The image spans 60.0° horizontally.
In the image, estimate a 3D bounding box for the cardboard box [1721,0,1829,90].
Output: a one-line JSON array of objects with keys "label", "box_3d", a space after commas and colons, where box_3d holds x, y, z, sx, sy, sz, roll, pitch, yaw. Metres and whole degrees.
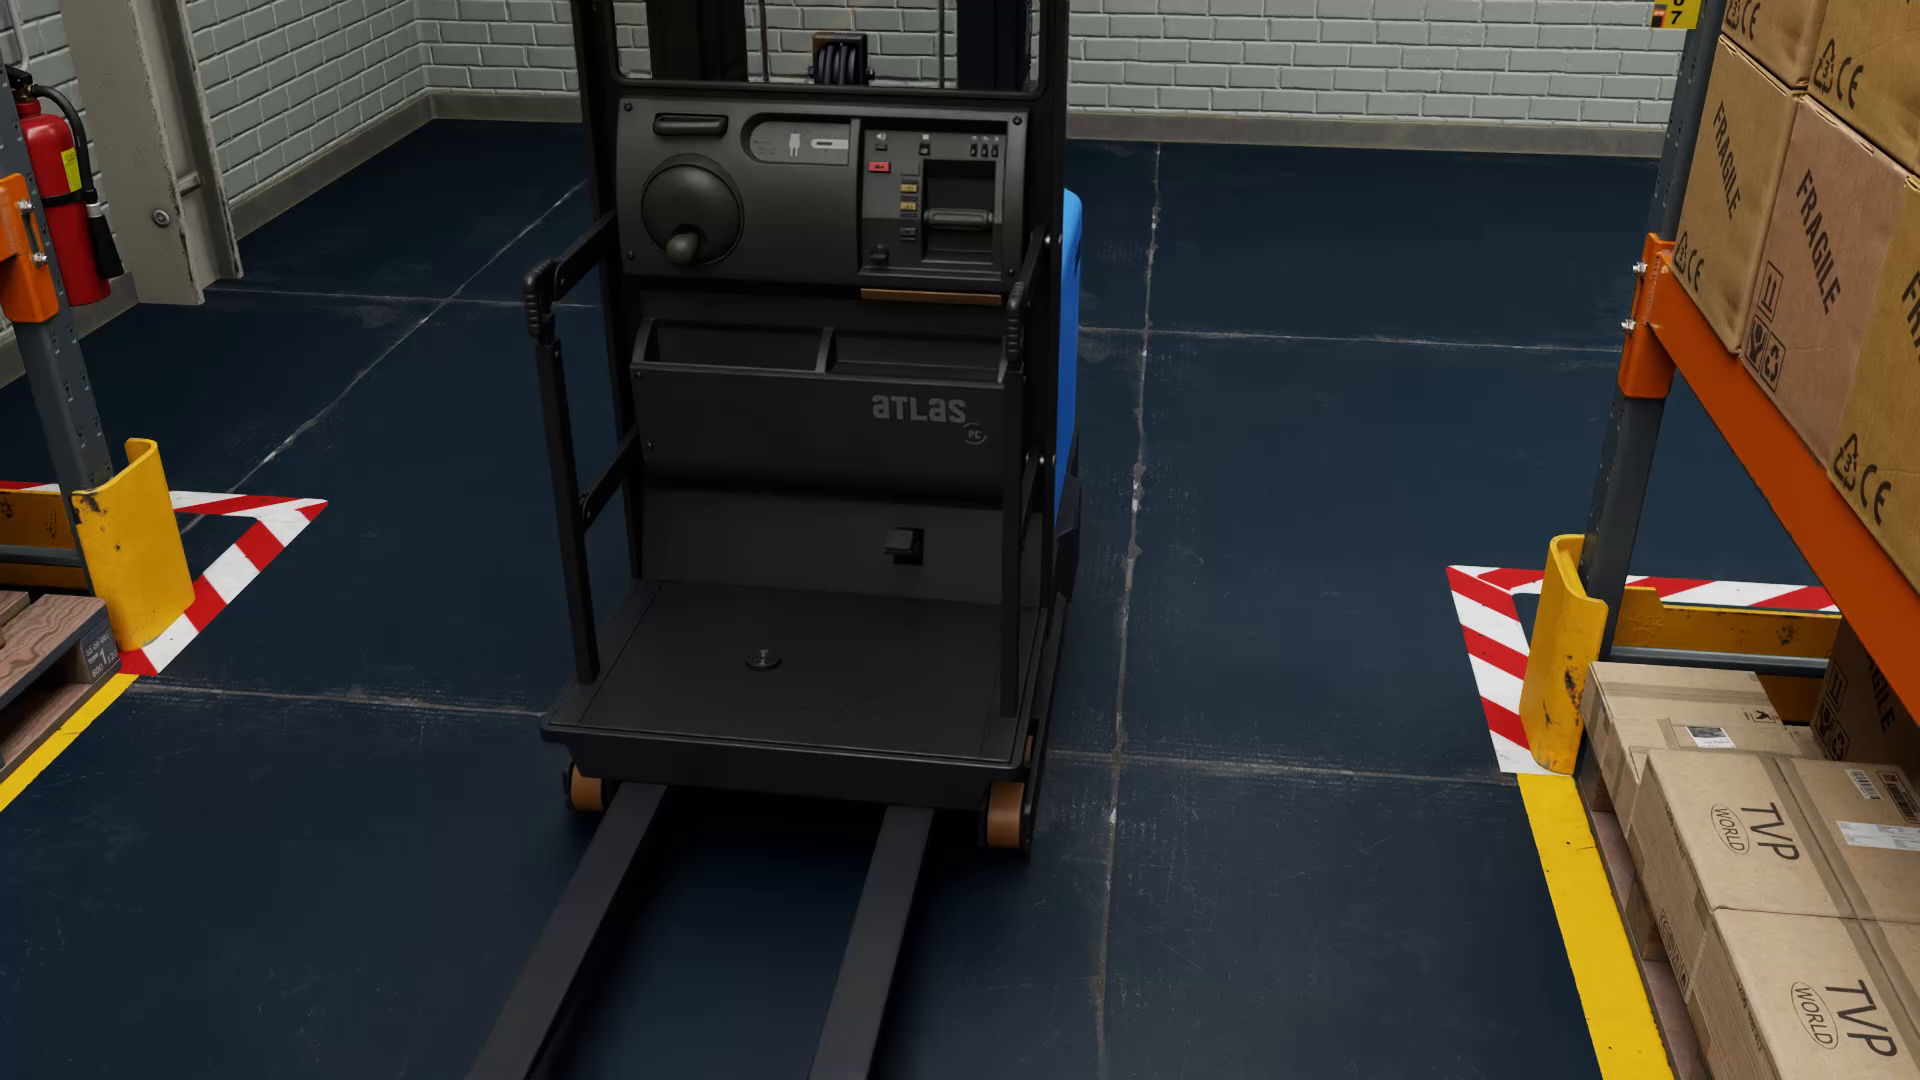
[{"label": "cardboard box", "box_3d": [1.743, -1.110, 2.989, 0.500, 0.500, 0.500, 4, 29, 8]}]

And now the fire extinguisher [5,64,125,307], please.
[{"label": "fire extinguisher", "box_3d": [-2.382, -0.952, 4.329, 0.296, 0.674, 0.183, 3, 28, 6]}]

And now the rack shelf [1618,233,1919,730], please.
[{"label": "rack shelf", "box_3d": [1.814, 0.439, 2.032, 1.077, 0.370, 4.000, 3, 28, 6]}]

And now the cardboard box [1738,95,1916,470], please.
[{"label": "cardboard box", "box_3d": [1.685, -0.427, 2.774, 0.500, 0.500, 0.500, 3, 28, 6]}]

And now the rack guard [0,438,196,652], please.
[{"label": "rack guard", "box_3d": [-2.855, -0.017, 4.754, 1.175, 0.500, 0.348, 3, 28, 6]}]

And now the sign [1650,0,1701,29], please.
[{"label": "sign", "box_3d": [1.520, -1.232, 3.462, 0.100, 0.325, 0.005, 3, 28, 6]}]

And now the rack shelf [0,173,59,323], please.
[{"label": "rack shelf", "box_3d": [-3.103, 0.152, 2.563, 1.077, 0.370, 4.000, 3, 28, 6]}]

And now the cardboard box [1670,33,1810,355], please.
[{"label": "cardboard box", "box_3d": [1.743, -0.670, 3.226, 0.500, 0.500, 0.500, 4, 29, 7]}]

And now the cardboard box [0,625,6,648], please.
[{"label": "cardboard box", "box_3d": [-2.845, 0.145, 4.011, 0.700, 0.500, 0.500, 3, 28, 6]}]

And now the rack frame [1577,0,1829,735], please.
[{"label": "rack frame", "box_3d": [2.059, -0.820, 3.609, 1.000, 3.000, 0.127, 3, 28, 6]}]

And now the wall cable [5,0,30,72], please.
[{"label": "wall cable", "box_3d": [-3.640, -2.211, 5.120, 0.084, 1.984, 1.851, 3, 28, 6]}]

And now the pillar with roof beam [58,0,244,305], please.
[{"label": "pillar with roof beam", "box_3d": [0.887, -4.818, 4.705, 9.100, 9.000, 0.400, 3, 28, 6]}]

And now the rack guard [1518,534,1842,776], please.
[{"label": "rack guard", "box_3d": [2.049, 0.317, 4.135, 1.175, 0.500, 0.348, 3, 28, 6]}]

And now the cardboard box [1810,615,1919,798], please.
[{"label": "cardboard box", "box_3d": [2.237, 0.357, 3.596, 0.500, 0.500, 0.500, 3, 28, 6]}]

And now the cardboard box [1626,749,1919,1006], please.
[{"label": "cardboard box", "box_3d": [1.649, 0.672, 3.275, 0.500, 0.250, 0.500, 3, 28, 6]}]

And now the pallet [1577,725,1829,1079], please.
[{"label": "pallet", "box_3d": [1.953, 0.819, 3.507, 1.003, 0.211, 1.213, 3, 28, 6]}]

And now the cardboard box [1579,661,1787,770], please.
[{"label": "cardboard box", "box_3d": [1.666, 0.419, 3.852, 0.380, 0.149, 0.250, 3, 28, 6]}]

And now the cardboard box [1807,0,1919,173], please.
[{"label": "cardboard box", "box_3d": [1.686, -0.864, 2.531, 0.500, 0.500, 0.500, 4, 29, 7]}]

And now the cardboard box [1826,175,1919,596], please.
[{"label": "cardboard box", "box_3d": [1.620, -0.191, 2.336, 0.500, 0.500, 0.500, 3, 28, 6]}]

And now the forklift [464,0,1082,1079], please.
[{"label": "forklift", "box_3d": [-0.342, -0.742, 3.538, 1.130, 2.935, 3.031, 4, 29, 7]}]

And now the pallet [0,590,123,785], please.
[{"label": "pallet", "box_3d": [-2.878, 0.503, 4.094, 1.003, 0.211, 1.213, 3, 28, 6]}]

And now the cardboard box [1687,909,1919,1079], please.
[{"label": "cardboard box", "box_3d": [1.588, 0.907, 2.838, 0.500, 0.250, 0.500, 3, 28, 6]}]

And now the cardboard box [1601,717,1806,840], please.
[{"label": "cardboard box", "box_3d": [1.636, 0.529, 3.629, 0.380, 0.166, 0.250, 3, 28, 6]}]

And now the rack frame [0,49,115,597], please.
[{"label": "rack frame", "box_3d": [-2.858, -1.106, 4.140, 1.000, 3.000, 0.127, 3, 28, 6]}]

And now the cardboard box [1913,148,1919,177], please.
[{"label": "cardboard box", "box_3d": [1.620, -0.629, 2.094, 0.500, 0.500, 0.500, 4, 29, 7]}]
